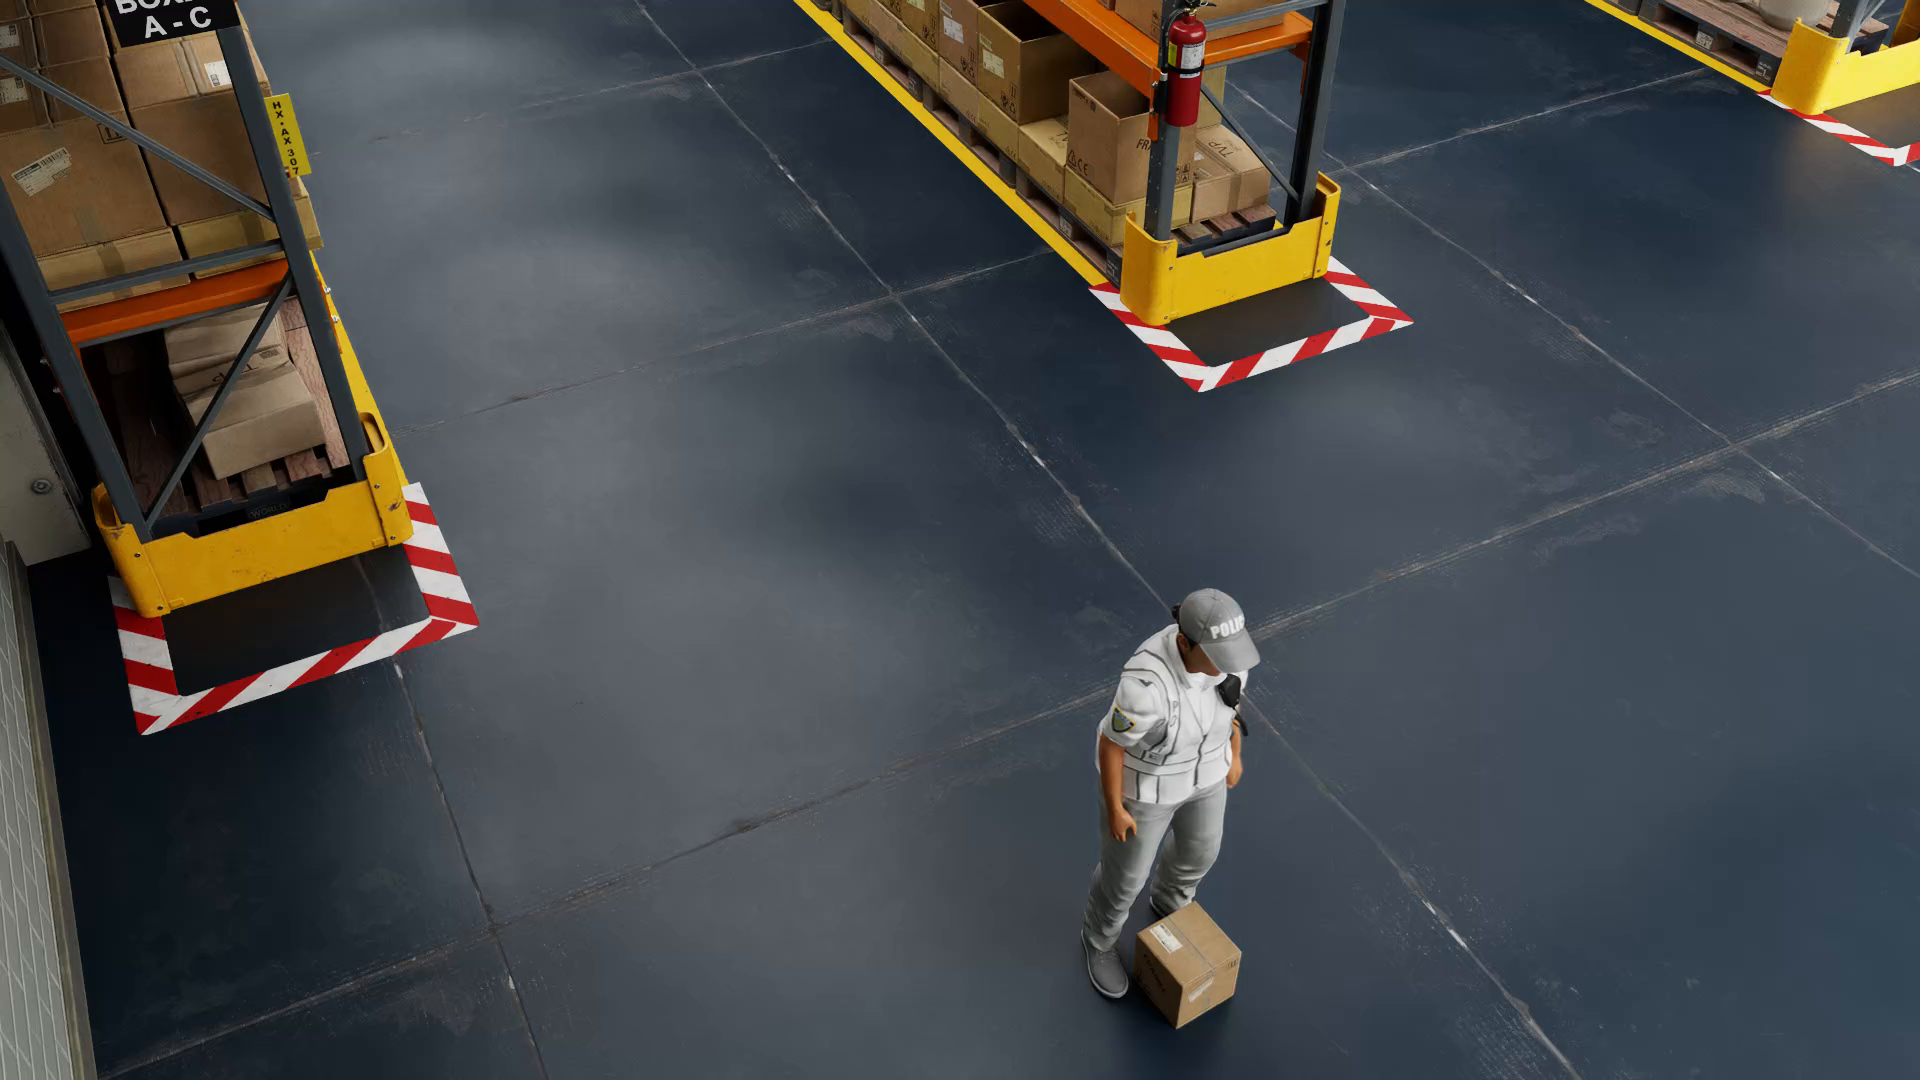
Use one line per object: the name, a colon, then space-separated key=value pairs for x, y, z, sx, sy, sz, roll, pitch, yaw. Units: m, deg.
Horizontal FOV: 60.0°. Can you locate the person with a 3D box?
person: x=0.665 y=0.770 z=5.283 sx=0.564 sy=1.667 sz=0.464 roll=-21 pitch=46 yaw=-22
